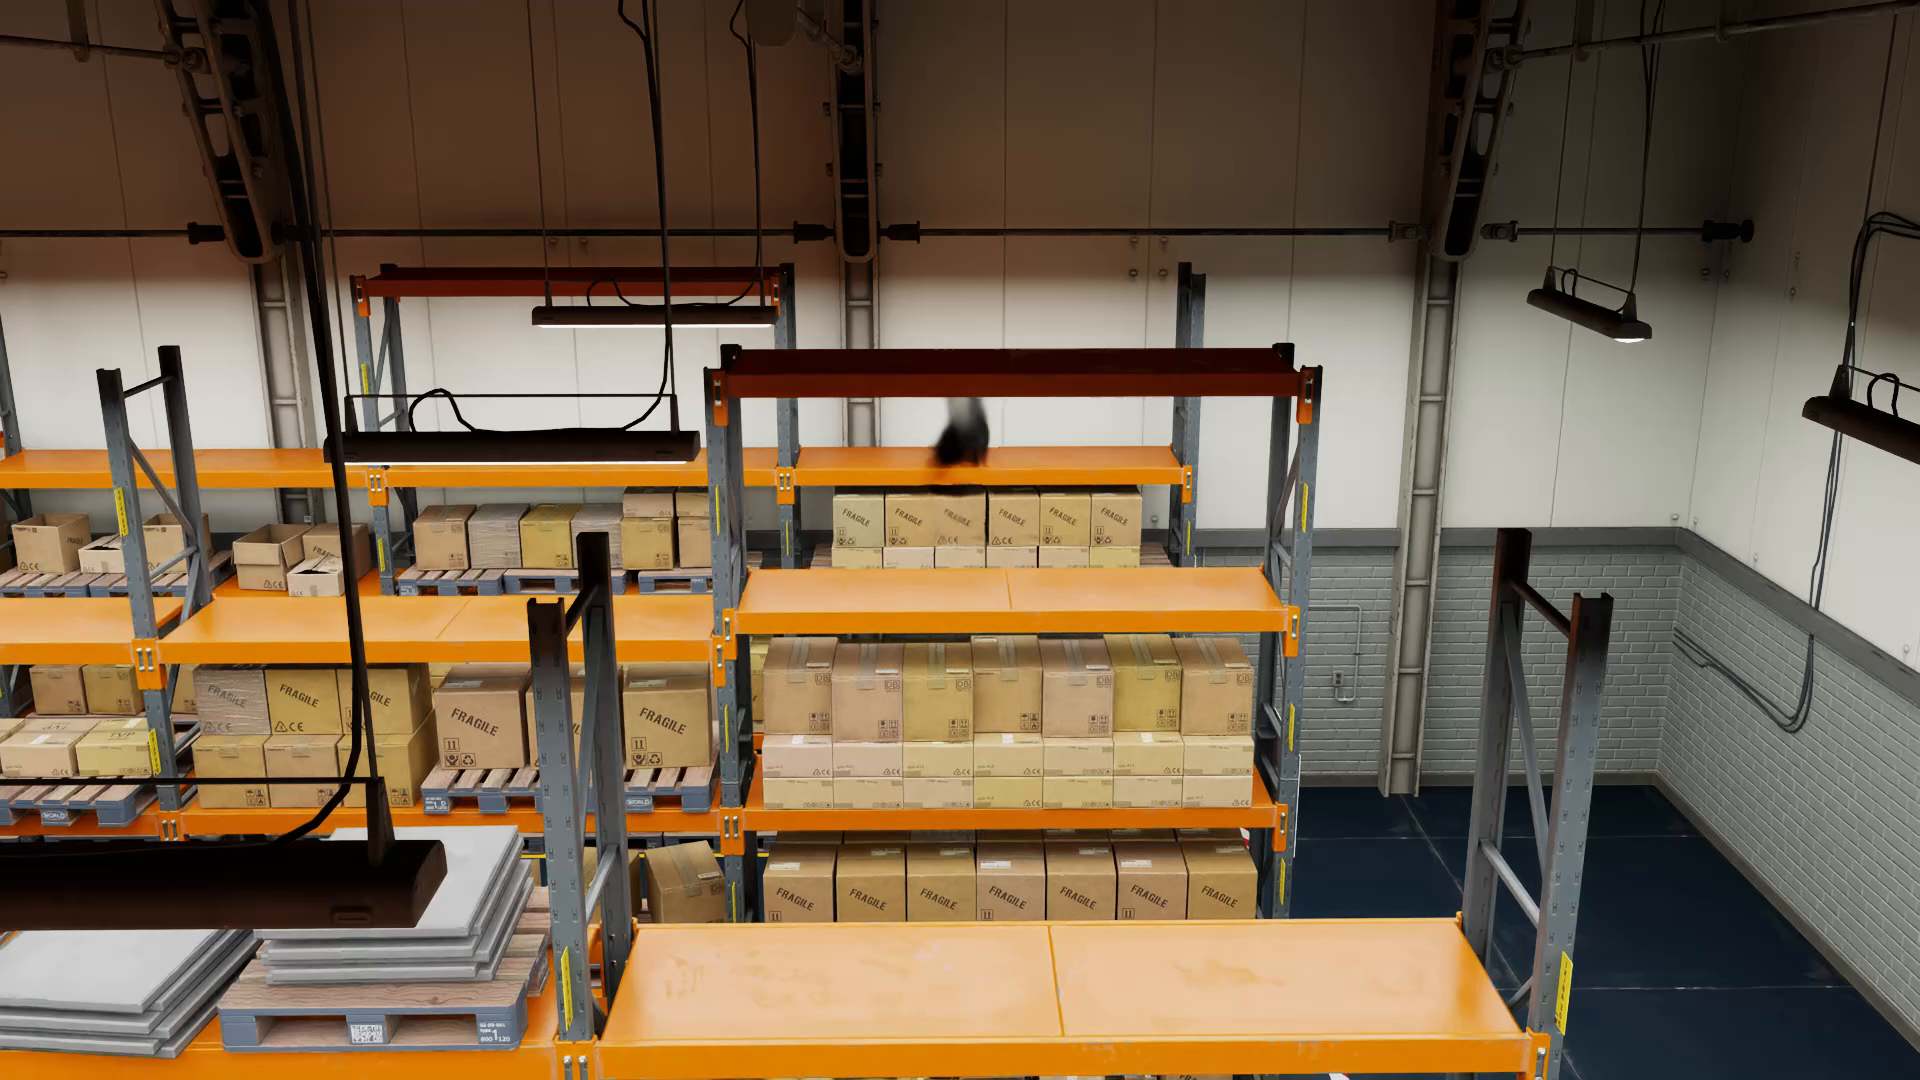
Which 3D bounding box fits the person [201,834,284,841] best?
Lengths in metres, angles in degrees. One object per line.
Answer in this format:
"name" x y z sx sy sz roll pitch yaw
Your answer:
"person" -6.794 2.907 15.558 0.782 1.664 0.650 -1 16 -2
